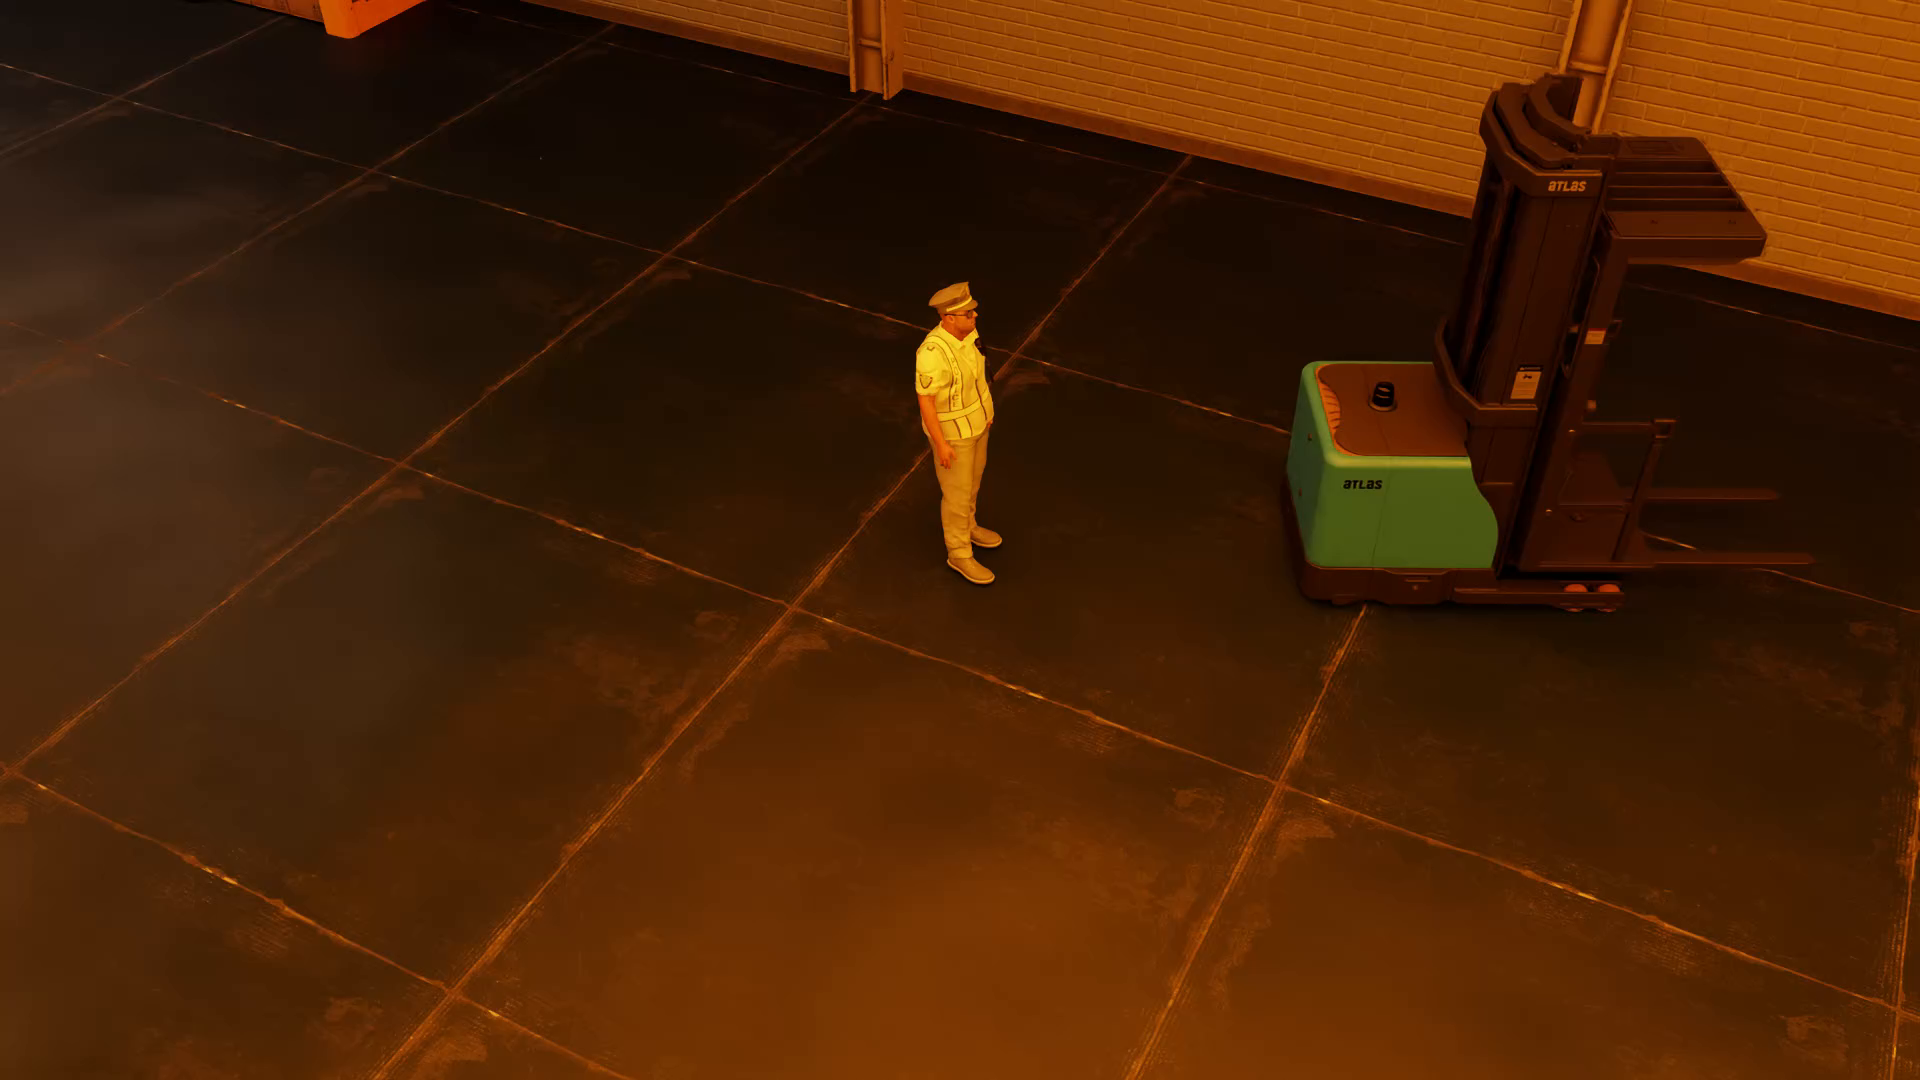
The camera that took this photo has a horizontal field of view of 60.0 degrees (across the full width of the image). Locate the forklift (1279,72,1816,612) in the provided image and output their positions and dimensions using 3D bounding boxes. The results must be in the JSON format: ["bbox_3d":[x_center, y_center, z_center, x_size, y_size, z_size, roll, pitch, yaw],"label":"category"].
[{"bbox_3d":[3.520,-1.046,9.228,3.031,2.935,1.130,0,40,0],"label":"forklift"}]

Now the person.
[{"bbox_3d":[0.064,-0.658,9.647,0.574,1.780,0.641,18,43,21],"label":"person"}]
